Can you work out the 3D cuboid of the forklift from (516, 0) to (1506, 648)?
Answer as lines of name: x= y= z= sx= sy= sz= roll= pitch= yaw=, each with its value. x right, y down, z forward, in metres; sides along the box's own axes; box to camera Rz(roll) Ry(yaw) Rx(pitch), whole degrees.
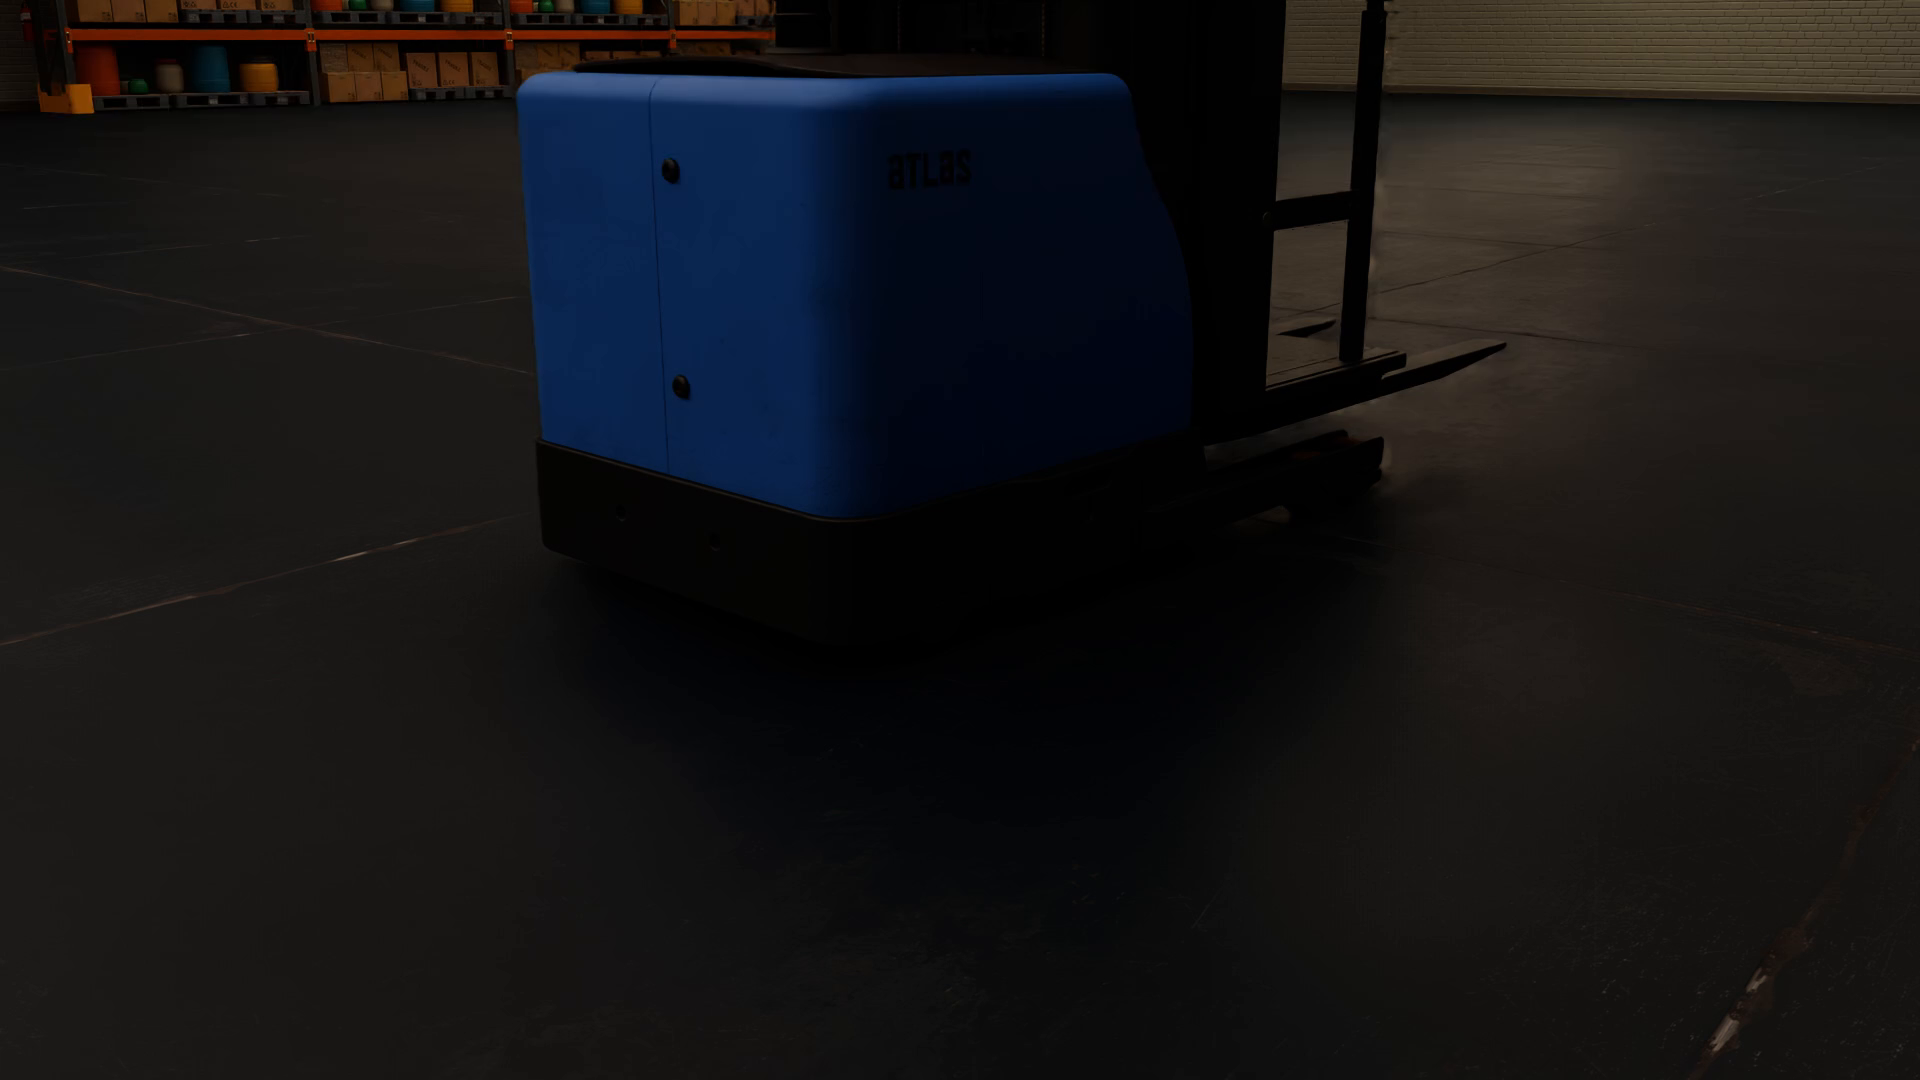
forklift: x=0.443 y=-1.552 z=4.008 sx=1.130 sy=2.935 sz=3.031 roll=15 pitch=22 yaw=40
